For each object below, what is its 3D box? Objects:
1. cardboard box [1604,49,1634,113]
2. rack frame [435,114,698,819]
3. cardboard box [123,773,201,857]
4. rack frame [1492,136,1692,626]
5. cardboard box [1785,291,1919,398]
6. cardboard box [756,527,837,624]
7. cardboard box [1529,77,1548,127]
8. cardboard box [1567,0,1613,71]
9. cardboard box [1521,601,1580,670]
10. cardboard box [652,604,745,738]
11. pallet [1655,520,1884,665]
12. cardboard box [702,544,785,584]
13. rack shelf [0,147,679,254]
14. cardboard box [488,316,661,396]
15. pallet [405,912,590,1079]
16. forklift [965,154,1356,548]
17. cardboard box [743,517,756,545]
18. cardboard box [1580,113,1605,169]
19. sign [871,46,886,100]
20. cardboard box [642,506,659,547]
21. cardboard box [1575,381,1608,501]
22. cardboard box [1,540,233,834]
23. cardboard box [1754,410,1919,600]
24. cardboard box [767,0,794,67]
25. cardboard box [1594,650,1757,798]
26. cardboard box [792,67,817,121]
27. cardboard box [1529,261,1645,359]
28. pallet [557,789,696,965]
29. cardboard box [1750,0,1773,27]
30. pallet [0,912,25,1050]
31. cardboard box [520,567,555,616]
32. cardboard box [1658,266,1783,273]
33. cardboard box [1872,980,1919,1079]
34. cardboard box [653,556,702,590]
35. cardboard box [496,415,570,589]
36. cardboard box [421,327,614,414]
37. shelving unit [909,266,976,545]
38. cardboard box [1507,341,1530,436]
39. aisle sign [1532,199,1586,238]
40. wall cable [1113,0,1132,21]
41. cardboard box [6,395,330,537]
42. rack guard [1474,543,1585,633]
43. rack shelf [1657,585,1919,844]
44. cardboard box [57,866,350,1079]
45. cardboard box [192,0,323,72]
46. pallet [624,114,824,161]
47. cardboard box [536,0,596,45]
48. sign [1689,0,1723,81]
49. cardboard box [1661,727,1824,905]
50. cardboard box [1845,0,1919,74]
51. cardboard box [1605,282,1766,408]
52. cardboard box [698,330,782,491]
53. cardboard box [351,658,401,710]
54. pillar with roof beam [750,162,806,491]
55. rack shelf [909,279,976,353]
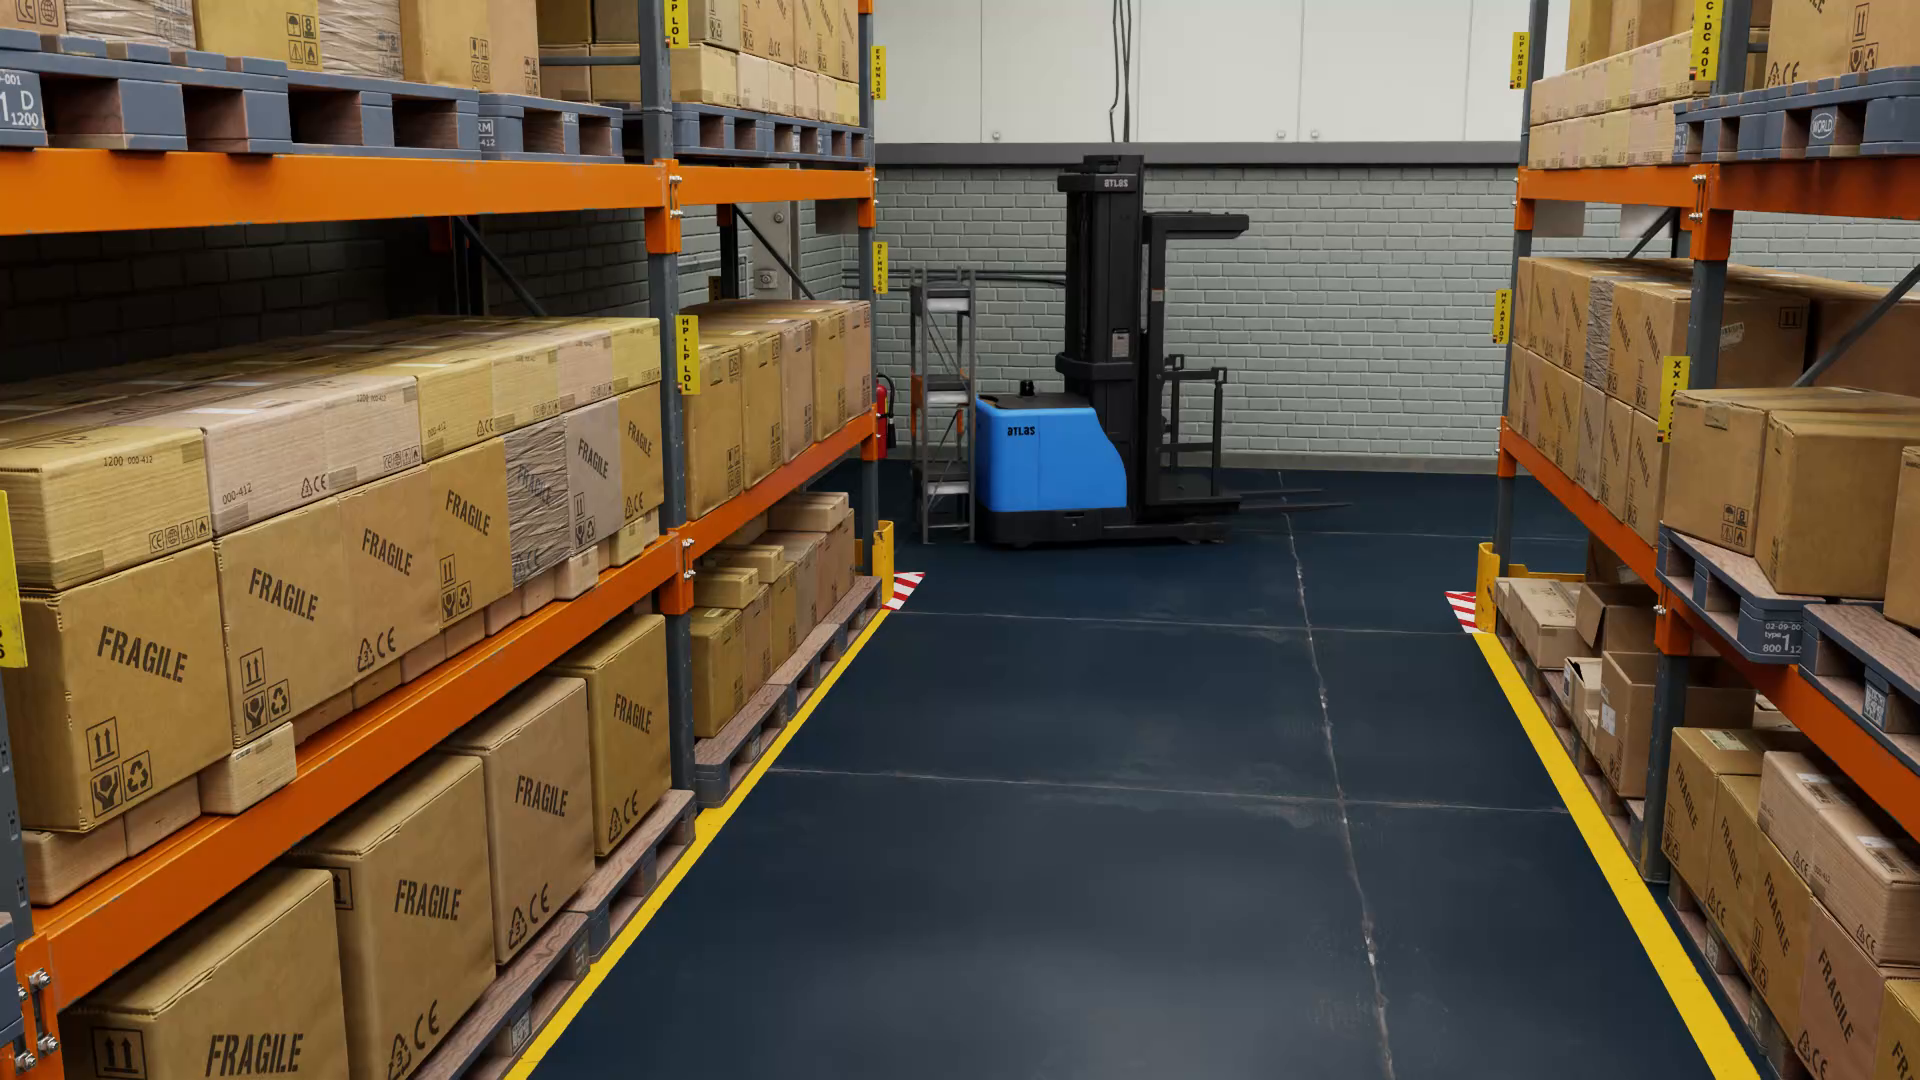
[{"bbox_3d":[3.199,-2.046,7.416,0.500,0.250,0.500,2,12,9],"label":"cardboard box"},{"bbox_3d":[-1.662,-0.250,7.035,1.000,3.000,0.127,2,12,9],"label":"rack frame"},{"bbox_3d":[-1.950,0.582,3.721,0.380,0.149,0.250,2,12,9],"label":"cardboard box"},{"bbox_3d":[3.848,-0.923,10.157,1.000,3.000,0.127,2,12,9],"label":"rack frame"},{"bbox_3d":[3.584,-0.717,6.591,0.500,0.500,0.500,2,12,10],"label":"cardboard box"},{"bbox_3d":[-1.133,0.187,9.943,0.700,0.500,0.500,2,12,8],"label":"cardboard box"},{"bbox_3d":[3.512,-2.462,9.348,0.500,0.250,0.500,2,12,9],"label":"cardboard box"},{"bbox_3d":[3.625,-2.718,8.757,0.700,0.500,0.500,2,12,9],"label":"cardboard box"},{"bbox_3d":[3.331,0.518,8.952,0.500,0.250,0.500,2,12,9],"label":"cardboard box"},{"bbox_3d":[-1.446,0.614,7.961,0.700,0.500,0.500,2,12,9],"label":"cardboard box"},{"bbox_3d":[3.003,0.166,5.559,1.003,0.211,1.213,2,12,9],"label":"pallet"},{"bbox_3d":[-1.133,0.123,8.700,0.380,0.149,0.250,2,12,7],"label":"cardboard box"},{"bbox_3d":[-1.970,-0.949,4.863,1.077,0.370,4.000,2,12,9],"label":"rack shelf"},{"bbox_3d":[-1.481,-0.715,6.422,0.500,0.250,0.500,2,12,10],"label":"cardboard box"},{"bbox_3d":[-1.891,1.531,5.390,1.003,0.211,1.213,2,12,9],"label":"pallet"},{"bbox_3d":[1.610,-1.506,13.026,3.031,2.935,1.130,-3,12,-11],"label":"forklift"},{"bbox_3d":[-1.388,-0.056,9.532,0.380,0.149,0.250,2,12,9],"label":"cardboard box"},{"bbox_3d":[3.283,-1.905,7.951,0.500,0.250,0.500,2,12,9],"label":"cardboard box"},{"bbox_3d":[-0.513,-2.923,10.403,0.100,0.325,0.005,2,12,9],"label":"sign"},{"bbox_3d":[-1.434,-0.058,6.690,0.380,0.149,0.250,2,12,9],"label":"cardboard box"},{"bbox_3d":[3.211,-0.466,7.799,0.500,0.500,0.500,2,12,10],"label":"cardboard box"},{"bbox_3d":[-1.950,0.285,3.558,0.500,0.500,0.500,2,12,10],"label":"cardboard box"},{"bbox_3d":[2.896,-0.108,5.141,0.700,0.500,0.500,4,13,18],"label":"cardboard box"},{"bbox_3d":[-1.132,-2.614,8.223,0.500,0.500,0.500,2,12,9],"label":"cardboard box"},{"bbox_3d":[3.041,0.788,7.104,0.500,0.500,0.500,2,12,9],"label":"cardboard box"},{"bbox_3d":[-1.051,-2.352,8.790,0.500,0.250,0.500,2,12,7],"label":"cardboard box"},{"bbox_3d":[3.447,-1.268,9.147,0.500,0.500,0.500,2,12,9],"label":"cardboard box"},{"bbox_3d":[-1.706,1.276,6.572,1.003,0.211,1.213,2,12,9],"label":"pallet"},{"bbox_3d":[3.270,-2.197,6.337,0.700,0.500,0.500,2,12,9],"label":"cardboard box"},{"bbox_3d":[-2.282,0.828,2.487,1.213,0.211,1.003,2,12,9],"label":"pallet"},{"bbox_3d":[-1.620,0.154,5.709,0.380,0.149,0.250,2,12,9],"label":"cardboard box"},{"bbox_3d":[3.900,-1.146,8.581,0.500,0.500,0.500,2,12,10],"label":"cardboard box"},{"bbox_3d":[2.610,1.439,4.086,0.500,0.500,0.500,1,12,7],"label":"cardboard box"},{"bbox_3d":[-1.545,0.156,8.546,0.380,0.149,0.250,1,12,7],"label":"cardboard box"},{"bbox_3d":[-1.638,-0.139,5.529,0.500,0.500,0.500,2,12,9],"label":"cardboard box"},{"bbox_3d":[-1.569,-0.609,5.930,0.500,0.250,0.500,2,12,10],"label":"cardboard box"},{"bbox_3d":[-0.137,-1.047,12.869,0.431,2.100,0.503,-2,12,-11],"label":"shelving unit"},{"bbox_3d":[3.520,-0.888,9.758,0.500,0.500,0.500,2,12,10],"label":"cardboard box"},{"bbox_3d":[3.569,-2.218,9.994,0.394,0.787,0.004,2,12,9],"label":"aisle sign"},{"bbox_3d":[2.849,-6.045,15.064,3.097,2.526,0.112,2,12,9],"label":"wall cable"},{"bbox_3d":[-1.871,-0.186,3.967,0.500,0.250,0.500,2,12,8],"label":"cardboard box"},{"bbox_3d":[3.837,0.314,10.347,1.175,0.500,0.348,2,12,9],"label":"rack guard"},{"bbox_3d":[2.926,0.677,4.438,1.077,0.370,4.000,2,12,9],"label":"rack shelf"},{"bbox_3d":[-2.034,1.279,4.044,0.750,0.750,0.750,2,12,8],"label":"cardboard box"},{"bbox_3d":[-2.132,-1.478,4.328,0.700,0.500,0.500,3,12,12],"label":"cardboard box"},{"bbox_3d":[-1.336,-2.097,8.692,1.003,0.211,1.213,2,12,9],"label":"pallet"},{"bbox_3d":[-1.785,-2.417,7.311,0.500,0.500,0.500,2,12,8],"label":"cardboard box"},{"bbox_3d":[2.696,-1.826,5.997,0.100,0.325,0.005,2,12,9],"label":"sign"},{"bbox_3d":[2.918,1.009,6.080,0.500,0.500,0.500,1,12,6],"label":"cardboard box"},{"bbox_3d":[3.003,-1.618,4.788,0.600,0.600,0.600,2,12,8],"label":"cardboard box"},{"bbox_3d":[3.131,-0.849,7.201,0.500,0.500,0.500,2,12,8],"label":"cardboard box"},{"bbox_3d":[-1.445,-0.661,8.229,0.980,0.700,0.700,2,12,7],"label":"cardboard box"},{"bbox_3d":[-1.827,0.366,4.726,0.380,0.149,0.250,2,12,10],"label":"cardboard box"},{"bbox_3d":[2.768,-4.466,12.357,9.100,9.000,0.400,2,12,9],"label":"pillar with roof beam"},{"bbox_3d":[-0.136,-1.718,12.724,0.431,0.518,0.480,-2,12,-11],"label":"rack shelf"}]
